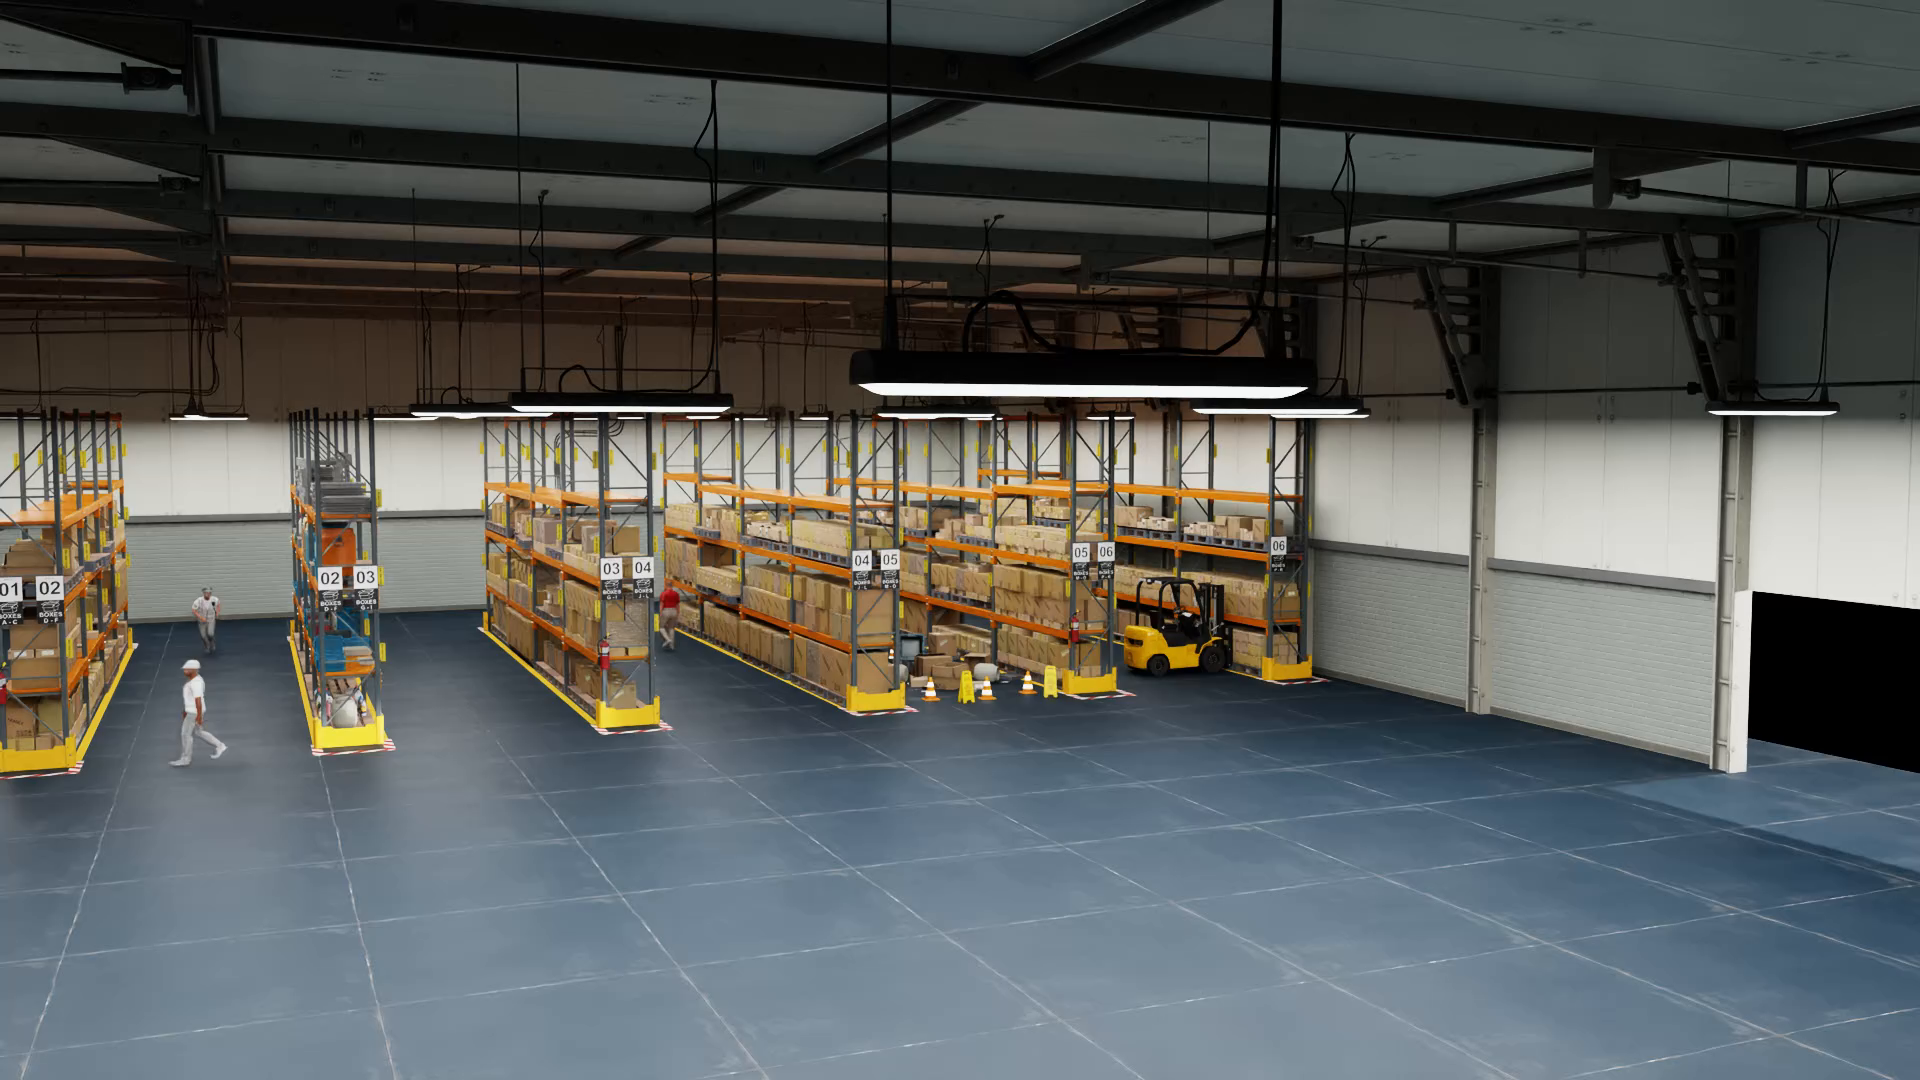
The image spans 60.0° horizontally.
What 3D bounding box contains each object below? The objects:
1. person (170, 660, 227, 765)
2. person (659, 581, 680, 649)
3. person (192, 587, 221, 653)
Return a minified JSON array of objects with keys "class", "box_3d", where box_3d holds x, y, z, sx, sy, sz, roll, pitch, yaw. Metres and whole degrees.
[{"class":"person","box_3d":[-12.849,2.888,28.007,0.860,1.753,0.572,-2,4,-22]},{"class":"person","box_3d":[-7.348,1.907,42.094,0.578,1.723,0.487,-3,5,-33]},{"class":"person","box_3d":[-18.767,1.990,41.430,0.606,1.673,0.734,-1,4,-15]}]
